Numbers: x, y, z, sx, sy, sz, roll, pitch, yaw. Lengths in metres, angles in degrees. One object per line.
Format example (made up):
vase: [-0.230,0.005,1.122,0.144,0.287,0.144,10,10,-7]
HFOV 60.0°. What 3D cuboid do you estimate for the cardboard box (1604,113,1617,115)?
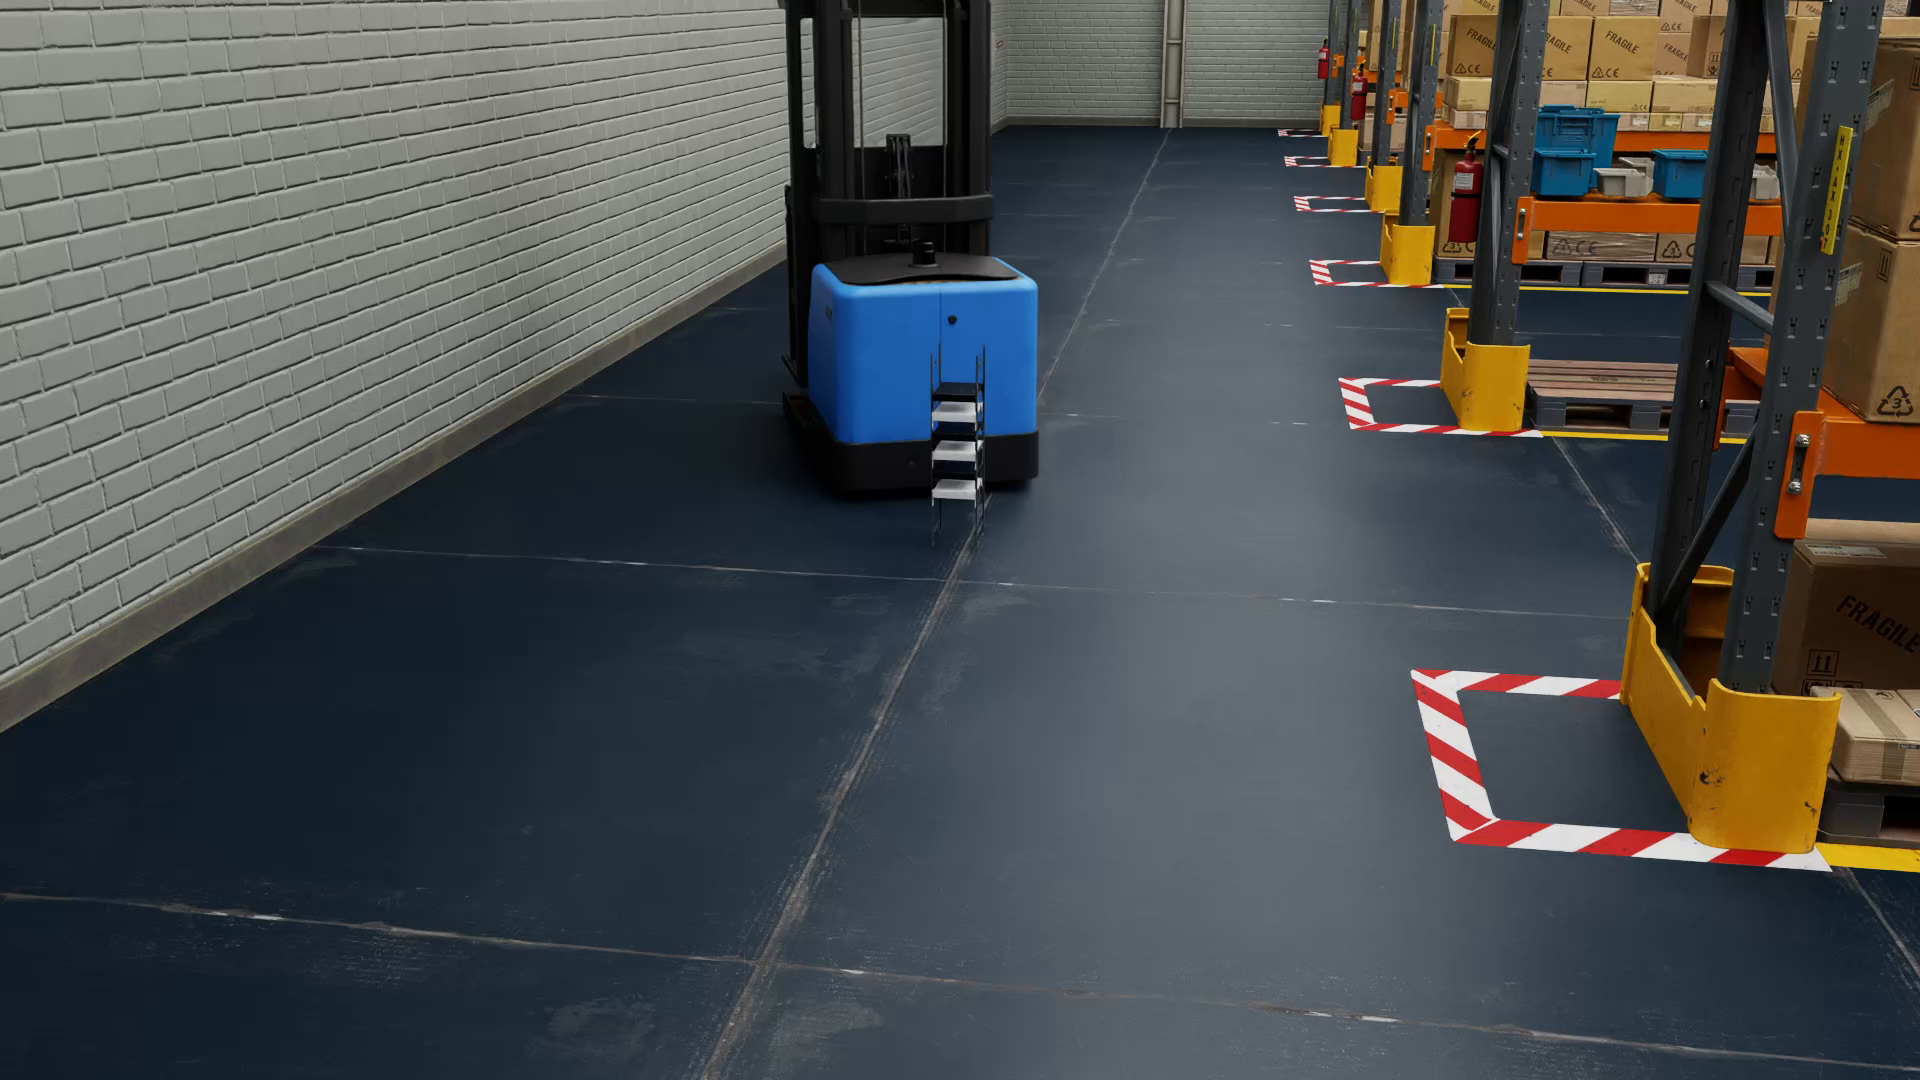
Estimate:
cardboard box: [5.285,-3.494,13.835,0.250,0.149,0.380,3,19,8]

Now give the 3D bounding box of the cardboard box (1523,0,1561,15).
cardboard box: [6.268,-5.834,18.232,0.500,0.500,0.500,2,19,7]

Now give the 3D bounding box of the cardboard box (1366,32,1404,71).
cardboard box: [5.972,-6.823,23.232,0.500,0.500,0.500,3,19,8]

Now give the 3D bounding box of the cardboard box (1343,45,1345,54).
cardboard box: [6.697,-8.394,28.478,0.250,0.149,0.380,3,19,8]

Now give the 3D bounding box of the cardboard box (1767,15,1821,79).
cardboard box: [7.004,-4.141,13.959,0.500,0.500,0.500,3,19,9]

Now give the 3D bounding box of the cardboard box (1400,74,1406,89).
cardboard box: [5.225,-5.287,19.194,0.250,0.149,0.380,3,19,9]

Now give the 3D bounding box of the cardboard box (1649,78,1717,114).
cardboard box: [5.928,-3.671,13.737,0.500,0.250,0.500,3,19,8]

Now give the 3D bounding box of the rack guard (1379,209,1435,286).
rack guard: [3.948,-2.601,14.710,0.348,0.500,1.175,3,19,9]

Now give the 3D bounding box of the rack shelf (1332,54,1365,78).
rack shelf: [8.302,-8.003,28.050,4.000,0.370,1.077,3,19,9]

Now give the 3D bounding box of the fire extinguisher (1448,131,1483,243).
fire extinguisher: [3.109,-2.170,10.192,0.183,0.674,0.296,3,19,9]

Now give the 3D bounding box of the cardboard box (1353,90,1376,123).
cardboard box: [6.916,-7.400,28.386,0.637,0.503,0.797,2,19,6]

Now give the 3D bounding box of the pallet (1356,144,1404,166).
pallet: [6.345,-5.552,23.984,1.213,0.211,1.003,3,19,9]

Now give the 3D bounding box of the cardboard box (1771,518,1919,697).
cardboard box: [2.972,0.245,5.511,0.500,0.500,0.500,3,19,9]

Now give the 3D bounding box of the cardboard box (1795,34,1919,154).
cardboard box: [2.880,-1.267,5.051,0.500,0.500,0.500,3,19,8]

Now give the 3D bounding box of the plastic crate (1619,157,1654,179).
plastic crate: [4.020,-2.153,9.752,0.243,0.136,0.396,3,19,9]

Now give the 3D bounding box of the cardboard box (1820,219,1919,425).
cardboard box: [2.793,-0.625,4.706,0.500,0.500,0.500,3,19,10]

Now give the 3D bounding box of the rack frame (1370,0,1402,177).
rack frame: [4.858,-5.334,18.939,0.127,3.000,1.000,3,19,9]

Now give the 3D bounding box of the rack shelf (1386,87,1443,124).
rack shelf: [6.833,-4.892,18.752,4.000,0.370,1.077,3,19,9]

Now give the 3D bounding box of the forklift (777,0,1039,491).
forklift: [-0.432,-2.063,9.270,1.130,2.935,3.031,-4,19,-12]

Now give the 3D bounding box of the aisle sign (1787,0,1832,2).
aisle sign: [2.283,-1.826,4.358,0.004,0.787,0.394,3,19,9]

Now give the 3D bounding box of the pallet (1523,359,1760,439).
pallet: [3.994,-0.858,9.955,1.213,0.211,1.003,3,19,9]

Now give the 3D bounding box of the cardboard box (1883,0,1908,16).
cardboard box: [12.382,-6.976,22.113,0.500,0.500,0.500,3,19,10]

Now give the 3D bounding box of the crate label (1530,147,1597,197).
crate label: [3.377,-2.067,9.344,0.303,0.233,0.416,3,19,9]

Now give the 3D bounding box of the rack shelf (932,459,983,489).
rack shelf: [-0.008,-0.310,7.622,0.200,0.077,0.258,3,19,9]

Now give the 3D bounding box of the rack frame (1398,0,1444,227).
rack frame: [3.971,-3.785,14.310,0.127,3.000,1.000,3,19,9]

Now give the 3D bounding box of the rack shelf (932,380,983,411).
rack shelf: [-0.008,-0.652,7.507,0.200,0.077,0.258,3,19,9]

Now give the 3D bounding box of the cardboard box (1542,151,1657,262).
cardboard box: [5.515,-2.924,14.422,0.875,0.875,0.875,3,19,9]

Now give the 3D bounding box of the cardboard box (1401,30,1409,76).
cardboard box: [5.342,-5.581,19.049,0.500,0.500,0.500,3,19,10]

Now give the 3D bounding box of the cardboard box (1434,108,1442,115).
cardboard box: [8.260,-7.285,28.048,0.500,0.500,0.500,3,19,10]

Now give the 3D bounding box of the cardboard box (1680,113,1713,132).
cardboard box: [6.048,-3.455,13.720,0.250,0.149,0.380,3,19,10]

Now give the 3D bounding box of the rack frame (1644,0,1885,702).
rack frame: [2.396,-0.682,5.035,0.127,3.000,1.000,3,19,9]

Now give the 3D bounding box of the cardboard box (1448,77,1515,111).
cardboard box: [4.403,-3.747,13.962,0.500,0.250,0.500,2,19,7]

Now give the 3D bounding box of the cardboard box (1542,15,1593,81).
cardboard box: [4.896,-4.077,13.767,0.500,0.500,0.500,2,19,7]

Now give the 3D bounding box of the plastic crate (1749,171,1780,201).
plastic crate: [4.351,-1.945,9.132,0.298,0.136,0.250,3,19,9]

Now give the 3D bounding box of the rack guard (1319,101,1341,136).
rack guard: [6.402,-7.256,28.622,0.348,0.500,1.175,3,19,9]

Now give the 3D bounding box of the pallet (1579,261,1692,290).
pallet: [5.974,-2.385,14.520,1.213,0.211,1.003,3,19,9]

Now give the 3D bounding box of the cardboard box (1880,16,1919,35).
cardboard box: [7.425,-3.949,13.385,0.500,0.500,0.500,3,19,10]

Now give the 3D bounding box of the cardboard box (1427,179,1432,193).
cardboard box: [5.325,-4.055,18.946,0.250,0.149,0.380,3,19,10]

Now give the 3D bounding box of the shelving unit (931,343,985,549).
shelving unit: [-0.008,-0.427,7.582,0.210,0.900,0.258,3,19,9]

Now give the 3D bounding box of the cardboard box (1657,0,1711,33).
cardboard box: [7.789,-5.759,18.006,0.500,0.500,0.500,2,19,7]

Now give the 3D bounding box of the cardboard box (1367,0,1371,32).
cardboard box: [6.057,-7.462,23.565,0.500,0.500,0.500,4,19,10]

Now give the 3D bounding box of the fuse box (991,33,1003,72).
fuse box: [0.450,-7.206,26.565,0.414,1.711,0.539,3,19,9]

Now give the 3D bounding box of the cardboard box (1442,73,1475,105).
cardboard box: [4.492,-3.914,14.462,0.500,0.250,0.500,3,19,8]

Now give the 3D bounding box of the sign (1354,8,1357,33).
sign: [5.449,-7.165,22.920,0.005,0.325,0.100,3,19,9]
